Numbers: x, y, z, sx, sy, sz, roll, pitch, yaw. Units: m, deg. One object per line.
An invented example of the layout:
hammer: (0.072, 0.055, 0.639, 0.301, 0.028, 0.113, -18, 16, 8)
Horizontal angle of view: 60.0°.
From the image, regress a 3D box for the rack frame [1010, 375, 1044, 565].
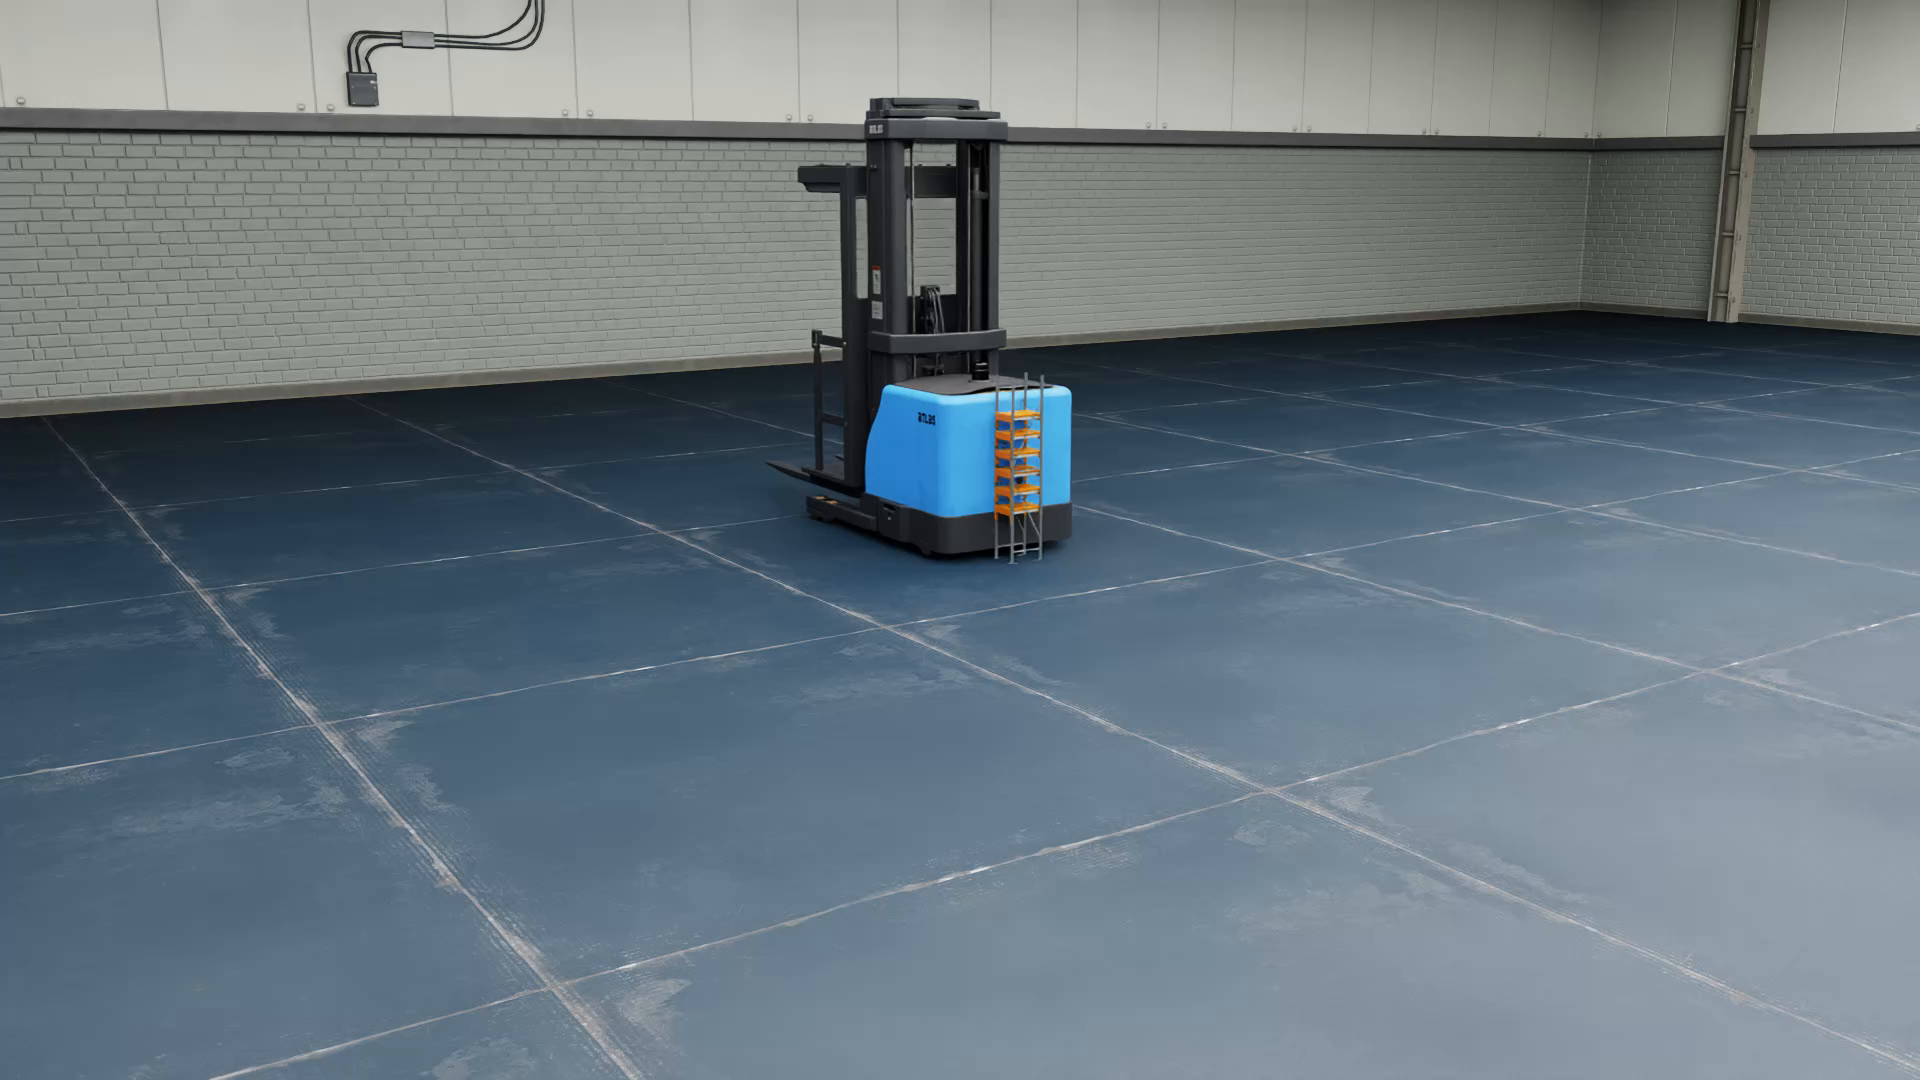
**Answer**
rack frame: (0.425, -0.440, 10.564, 0.240, 1.200, 0.006, -8, 14, -31)

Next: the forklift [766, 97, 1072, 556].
forklift: (-0.455, -1.597, 11.804, 1.130, 2.935, 3.031, -8, 14, -31)

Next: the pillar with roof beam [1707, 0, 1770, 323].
pillar with roof beam: (9.482, -7.631, 25.194, 9.100, 9.000, 0.400, -8, 15, -33)

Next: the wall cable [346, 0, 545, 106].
wall cable: (-5.777, -7.875, 18.349, 2.305, 6.003, 0.169, -8, 15, -33)

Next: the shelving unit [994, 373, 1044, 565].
shelving unit: (0.377, -0.456, 10.639, 0.258, 1.200, 0.189, -8, 14, -31)

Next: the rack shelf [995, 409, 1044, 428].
rack shelf: (0.377, -0.765, 10.572, 0.258, 0.103, 0.180, -8, 14, -31)

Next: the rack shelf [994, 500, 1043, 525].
rack shelf: (0.377, -0.178, 10.700, 0.258, 0.103, 0.180, -8, 14, -31)

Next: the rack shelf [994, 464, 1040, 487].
rack shelf: (0.377, -0.413, 10.649, 0.258, 0.103, 0.180, -8, 14, -31)

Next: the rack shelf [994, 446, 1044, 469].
rack shelf: (0.377, -0.530, 10.623, 0.258, 0.103, 0.180, -8, 14, -31)

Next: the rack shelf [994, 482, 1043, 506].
rack shelf: (0.377, -0.296, 10.675, 0.258, 0.103, 0.180, -8, 14, -31)

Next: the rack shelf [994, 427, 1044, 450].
rack shelf: (0.377, -0.647, 10.598, 0.258, 0.103, 0.180, -8, 14, -31)

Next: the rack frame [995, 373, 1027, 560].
rack frame: (0.328, -0.473, 10.715, 0.240, 1.200, 0.006, -8, 14, -31)
